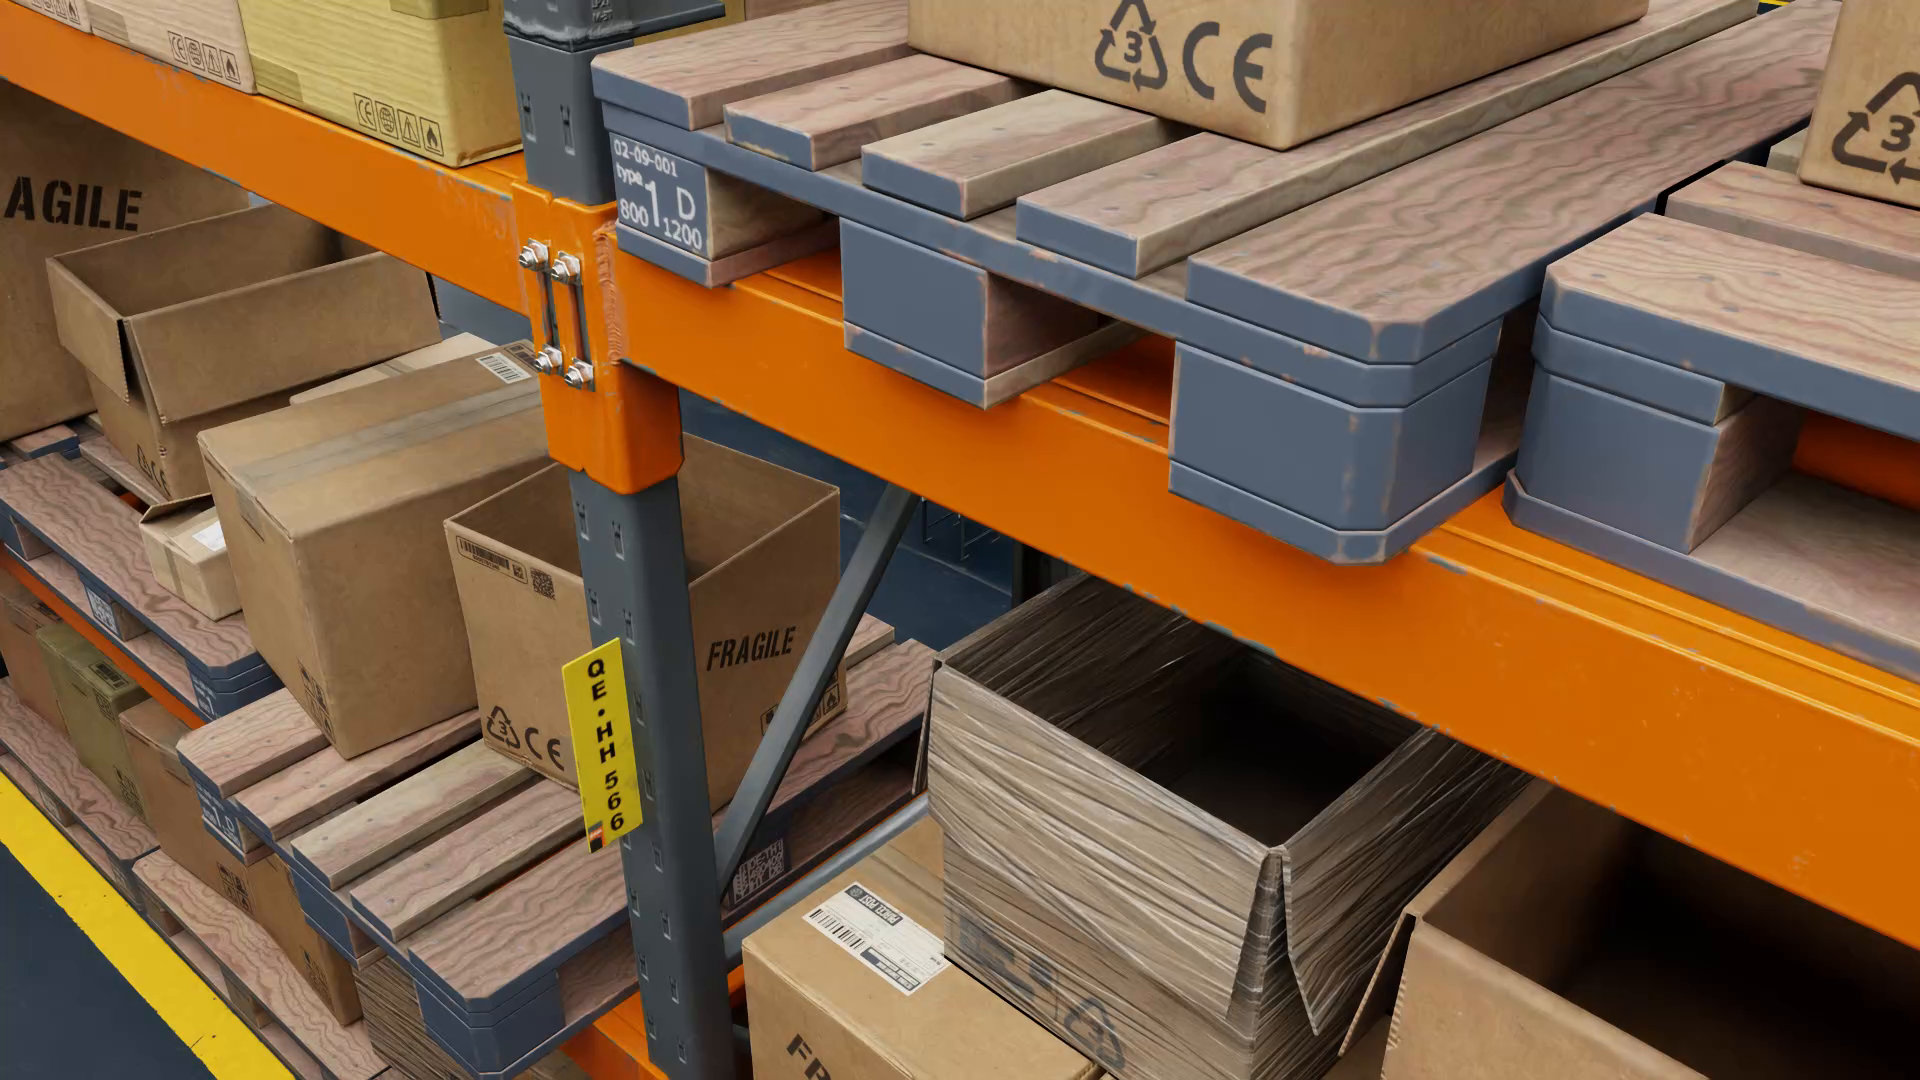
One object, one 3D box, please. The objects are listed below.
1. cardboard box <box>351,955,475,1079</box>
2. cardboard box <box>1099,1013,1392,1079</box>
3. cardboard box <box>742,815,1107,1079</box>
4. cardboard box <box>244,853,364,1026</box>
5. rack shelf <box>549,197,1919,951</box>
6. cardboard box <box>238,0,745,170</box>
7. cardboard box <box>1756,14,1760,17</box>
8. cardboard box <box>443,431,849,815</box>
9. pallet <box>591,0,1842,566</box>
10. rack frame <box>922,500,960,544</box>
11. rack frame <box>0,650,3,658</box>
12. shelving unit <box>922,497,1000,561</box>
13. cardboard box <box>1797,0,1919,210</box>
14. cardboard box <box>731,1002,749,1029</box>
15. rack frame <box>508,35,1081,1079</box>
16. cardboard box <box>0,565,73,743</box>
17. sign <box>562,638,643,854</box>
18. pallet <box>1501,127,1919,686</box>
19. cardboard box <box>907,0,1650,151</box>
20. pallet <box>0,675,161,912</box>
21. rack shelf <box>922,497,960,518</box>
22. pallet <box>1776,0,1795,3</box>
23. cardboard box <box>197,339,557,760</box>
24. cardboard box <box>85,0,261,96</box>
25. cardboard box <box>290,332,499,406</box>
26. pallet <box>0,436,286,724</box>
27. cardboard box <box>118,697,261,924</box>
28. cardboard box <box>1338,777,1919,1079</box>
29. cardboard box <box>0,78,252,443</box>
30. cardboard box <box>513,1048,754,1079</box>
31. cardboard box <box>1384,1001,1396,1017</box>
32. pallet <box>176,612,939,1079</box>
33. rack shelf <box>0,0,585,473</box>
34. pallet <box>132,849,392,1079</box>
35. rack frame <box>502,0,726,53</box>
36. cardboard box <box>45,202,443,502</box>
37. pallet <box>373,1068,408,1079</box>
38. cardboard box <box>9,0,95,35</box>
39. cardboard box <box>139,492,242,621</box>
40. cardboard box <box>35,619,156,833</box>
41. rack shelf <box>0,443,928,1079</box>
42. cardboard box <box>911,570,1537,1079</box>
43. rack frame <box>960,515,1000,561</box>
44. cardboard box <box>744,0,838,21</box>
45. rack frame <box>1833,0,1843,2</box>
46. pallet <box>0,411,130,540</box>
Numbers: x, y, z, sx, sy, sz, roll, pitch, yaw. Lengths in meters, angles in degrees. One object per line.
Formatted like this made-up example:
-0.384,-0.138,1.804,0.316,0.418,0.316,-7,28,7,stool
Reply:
-1.066,1.011,4.159,0.500,0.500,0.700,21,37,31,cardboard box
0.426,0.947,2.171,0.500,0.500,0.500,24,38,34,cardboard box
0.042,0.770,2.466,0.500,0.500,0.500,26,40,36,cardboard box
-1.491,0.818,4.480,0.700,0.500,0.500,-26,39,-36,cardboard box
1.347,0.256,1.206,4.000,0.370,1.077,25,39,35,rack shelf
-0.653,-0.751,2.327,0.500,0.250,0.500,25,39,35,cardboard box
5.170,-3.316,11.065,0.500,0.311,0.500,24,39,35,cardboard box
-0.563,0.146,3.095,0.500,0.500,0.500,20,36,29,cardboard box
0.377,-0.461,1.883,1.003,0.211,1.213,27,40,37,pallet
-0.069,-0.418,6.572,0.006,0.900,0.240,25,39,35,rack frame
-3.101,-0.844,5.244,0.127,3.000,1.000,25,39,35,rack frame
0.006,-0.383,6.513,0.210,0.900,0.258,25,39,35,shelving unit
1.064,-0.519,1.291,0.500,0.500,0.500,-27,40,-37,cardboard box
-0.653,0.881,3.648,0.500,0.250,0.500,27,40,37,cardboard box
-0.136,0.540,2.944,0.127,3.000,1.000,25,39,35,rack frame
-2.661,0.259,5.408,0.500,0.500,0.700,22,37,32,cardboard box
-0.493,0.289,2.316,0.005,0.325,0.100,25,39,35,sign
1.208,-0.075,1.242,1.213,0.211,1.003,27,40,37,pallet
0.365,-0.785,1.731,0.797,0.503,0.637,-27,40,-37,cardboard box
-2.523,0.619,5.516,1.213,0.211,1.003,25,39,35,pallet
0.006,-0.200,6.623,0.200,0.077,0.258,25,39,35,rack shelf
7.448,-5.063,14.955,1.213,0.211,1.003,25,39,35,pallet
-1.044,-0.009,3.353,0.700,0.500,0.500,-23,38,-33,cardboard box
-1.030,-0.918,2.603,0.500,0.250,0.500,25,39,35,cardboard box
-1.224,-0.243,3.984,0.500,0.250,0.500,24,38,34,cardboard box
-1.631,-0.047,4.106,1.213,0.211,1.003,25,39,35,pallet
-1.904,0.625,4.801,0.500,0.500,0.700,21,37,31,cardboard box
0.877,0.554,1.853,0.637,0.503,0.797,26,40,36,cardboard box
-2.606,-0.952,4.435,1.000,1.000,1.000,25,39,35,cardboard box
-0.646,1.198,3.848,0.500,0.500,0.700,23,38,33,cardboard box
0.762,0.748,2.502,0.500,0.500,0.500,25,39,35,cardboard box
-0.735,0.417,3.336,1.003,0.211,1.213,25,39,35,pallet
-1.618,-1.129,3.506,4.000,0.370,1.077,25,39,35,rack shelf
-1.614,1.042,4.815,1.213,0.211,1.003,25,39,35,pallet
-0.136,-2.030,1.397,0.127,3.000,1.000,25,39,35,rack frame
-1.754,-0.504,4.171,0.797,0.503,0.637,-25,39,-35,cardboard box
-0.714,1.464,4.114,1.213,0.211,1.003,25,39,35,pallet
-1.400,-1.093,2.894,0.500,0.250,0.500,26,40,36,cardboard box
-1.553,-0.056,3.658,0.258,0.266,0.396,24,38,34,cardboard box
-2.320,0.431,5.122,0.500,0.500,0.700,25,39,35,cardboard box
-1.618,0.156,4.279,4.000,0.370,1.077,25,39,35,rack shelf
0.396,0.327,2.229,0.637,0.503,0.797,27,40,37,cardboard box
0.081,-0.348,6.455,0.006,0.900,0.240,25,39,35,rack frame
-0.313,-0.941,2.641,0.500,0.250,0.500,26,40,36,cardboard box
3.188,-1.354,6.090,0.127,3.000,1.000,25,39,35,rack frame
-2.632,-0.442,4.761,1.213,0.211,1.003,25,39,35,pallet
